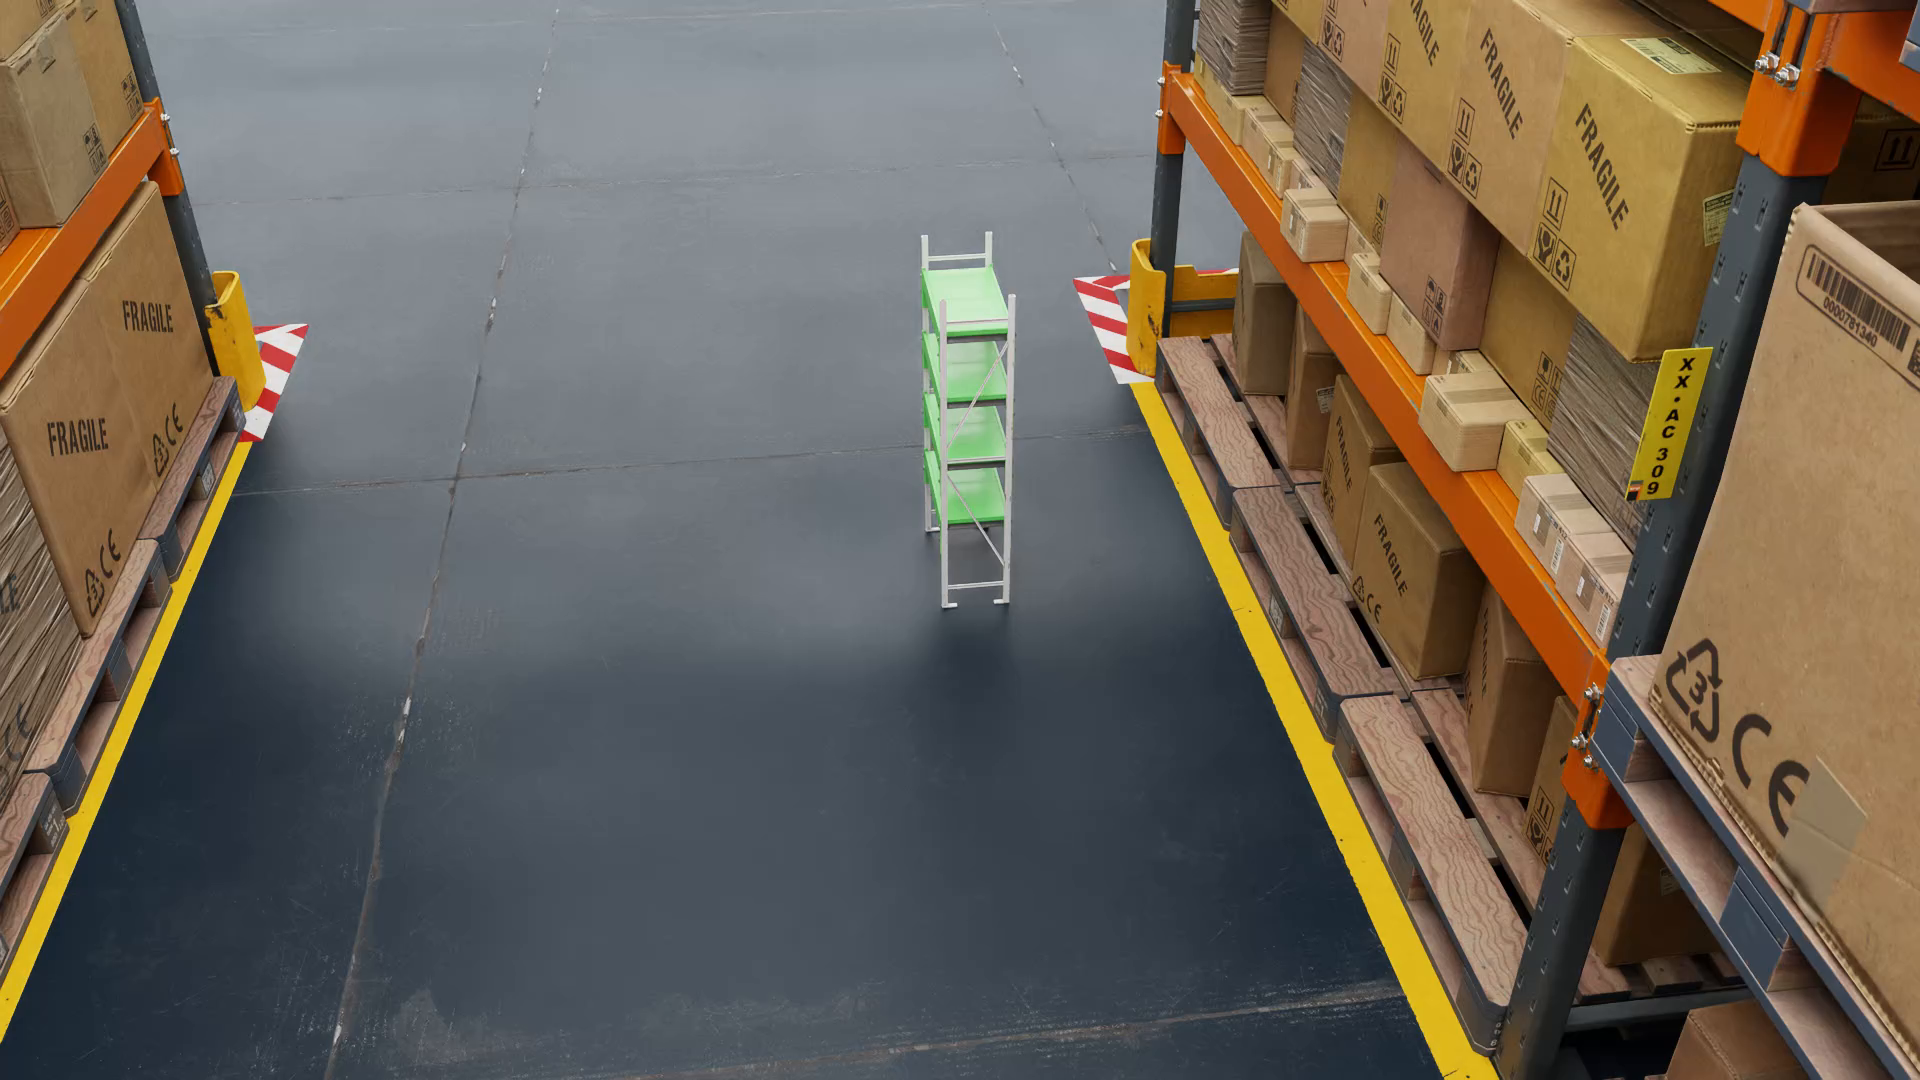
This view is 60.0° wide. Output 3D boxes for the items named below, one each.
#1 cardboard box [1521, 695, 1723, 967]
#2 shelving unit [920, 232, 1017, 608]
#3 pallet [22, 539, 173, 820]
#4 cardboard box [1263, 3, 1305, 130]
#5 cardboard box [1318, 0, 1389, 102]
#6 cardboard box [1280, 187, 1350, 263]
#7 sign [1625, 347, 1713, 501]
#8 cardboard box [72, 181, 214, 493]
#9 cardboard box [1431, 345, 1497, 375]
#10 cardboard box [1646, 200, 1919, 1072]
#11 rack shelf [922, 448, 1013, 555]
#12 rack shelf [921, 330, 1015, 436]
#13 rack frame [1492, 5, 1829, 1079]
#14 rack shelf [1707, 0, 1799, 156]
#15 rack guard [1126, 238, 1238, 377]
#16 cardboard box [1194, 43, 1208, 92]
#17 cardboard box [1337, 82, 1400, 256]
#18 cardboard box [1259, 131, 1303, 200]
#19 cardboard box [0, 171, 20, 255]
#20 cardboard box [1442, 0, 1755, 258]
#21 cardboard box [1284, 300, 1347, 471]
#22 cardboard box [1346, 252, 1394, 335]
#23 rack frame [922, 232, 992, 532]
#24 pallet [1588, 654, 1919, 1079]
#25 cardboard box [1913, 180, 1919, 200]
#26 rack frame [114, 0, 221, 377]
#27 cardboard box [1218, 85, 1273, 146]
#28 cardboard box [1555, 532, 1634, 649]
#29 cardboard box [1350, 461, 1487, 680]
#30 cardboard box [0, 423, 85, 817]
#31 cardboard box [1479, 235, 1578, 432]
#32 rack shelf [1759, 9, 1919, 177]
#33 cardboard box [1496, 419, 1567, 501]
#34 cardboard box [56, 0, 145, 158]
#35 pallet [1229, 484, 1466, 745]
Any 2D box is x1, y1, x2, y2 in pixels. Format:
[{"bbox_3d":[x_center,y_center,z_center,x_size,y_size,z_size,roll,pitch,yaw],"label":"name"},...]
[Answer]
[{"bbox_3d":[1.859,0.731,4.361,0.500,0.500,0.500,-5,35,-8],"label":"cardboard box"},{"bbox_3d":[0.022,-0.403,5.777,0.258,1.200,0.503,-4,35,-6],"label":"shelving unit"},{"bbox_3d":[-3.247,0.457,5.392,1.003,0.211,1.213,-4,35,-6],"label":"pallet"},{"bbox_3d":[1.568,-1.720,5.757,0.875,0.500,0.500,-4,35,-6],"label":"cardboard box"},{"bbox_3d":[1.341,-1.547,4.616,0.500,0.500,0.500,-4,35,-6],"label":"cardboard box"},{"bbox_3d":[1.243,-1.009,5.290,0.380,0.149,0.250,-4,35,-6],"label":"cardboard box"},{"bbox_3d":[1.337,-0.215,3.133,0.100,0.325,0.005,-4,35,-6],"label":"sign"},{"bbox_3d":[-3.437,-0.737,6.182,0.875,0.875,0.875,-4,34,-6],"label":"cardboard box"},{"bbox_3d":[1.508,-0.461,4.486,0.380,0.149,0.250,-4,35,-6],"label":"cardboard box"},{"bbox_3d":[1.841,0.130,2.490,1.000,1.000,1.000,-4,34,-6],"label":"cardboard box"},{"bbox_3d":[0.022,-0.152,5.948,0.258,0.148,0.480,-4,35,-6],"label":"rack shelf"},{"bbox_3d":[0.022,-0.549,5.677,0.258,0.148,0.480,-4,35,-6],"label":"rack shelf"},{"bbox_3d":[1.873,0.098,3.443,1.000,3.000,0.127,-4,35,-6],"label":"rack frame"},{"bbox_3d":[1.604,-1.961,4.439,1.077,0.370,4.000,-4,35,-6],"label":"rack shelf"},{"bbox_3d":[1.345,-1.059,7.360,1.175,0.500,0.348,-4,35,-6],"label":"rack guard"},{"bbox_3d":[1.137,-1.853,6.529,0.380,0.149,0.250,-4,35,-6],"label":"cardboard box"},{"bbox_3d":[1.648,-1.158,4.932,0.875,0.500,0.500,-4,35,-6],"label":"cardboard box"},{"bbox_3d":[1.251,-1.294,5.708,0.380,0.149,0.250,-4,35,-6],"label":"cardboard box"},{"bbox_3d":[-3.452,-1.046,4.988,0.875,0.550,0.550,-4,35,-6],"label":"cardboard box"},{"bbox_3d":[1.471,-0.989,3.797,0.500,0.500,0.500,-4,35,-6],"label":"cardboard box"},{"bbox_3d":[1.517,-0.594,6.305,0.500,0.500,0.500,4,35,6],"label":"cardboard box"},{"bbox_3d":[1.366,-0.734,4.887,0.380,0.149,0.250,-4,35,-6],"label":"cardboard box"},{"bbox_3d":[-0.011,-0.540,5.976,0.240,1.200,0.015,-4,35,-6],"label":"rack frame"},{"bbox_3d":[1.832,0.615,2.855,1.003,0.211,1.213,-4,35,-6],"label":"pallet"},{"bbox_3d":[2.065,-0.750,3.446,0.500,0.500,0.500,-4,35,-6],"label":"cardboard box"},{"bbox_3d":[-3.593,-1.815,6.250,1.000,3.000,0.127,-4,35,-6],"label":"rack frame"},{"bbox_3d":[1.171,-1.572,6.116,0.380,0.149,0.250,-4,35,-6],"label":"cardboard box"},{"bbox_3d":[1.553,0.104,3.657,0.380,0.149,0.250,-4,35,-6],"label":"cardboard box"},{"bbox_3d":[1.613,0.071,5.328,0.500,0.500,0.500,-7,35,-11],"label":"cardboard box"},{"bbox_3d":[-3.196,0.262,4.715,0.875,0.875,0.875,-4,34,-6],"label":"cardboard box"},{"bbox_3d":[1.842,-0.604,4.120,0.875,0.500,0.500,-4,35,-6],"label":"cardboard box"},{"bbox_3d":[2.142,0.272,1.163,1.077,0.370,4.000,-4,35,-6],"label":"rack shelf"},{"bbox_3d":[1.555,-0.180,4.074,0.380,0.149,0.250,-4,35,-6],"label":"cardboard box"},{"bbox_3d":[-3.498,-1.673,5.909,0.875,0.550,0.550,-4,35,-6],"label":"cardboard box"},{"bbox_3d":[1.580,0.196,5.775,1.003,0.211,1.213,-4,35,-6],"label":"pallet"}]
